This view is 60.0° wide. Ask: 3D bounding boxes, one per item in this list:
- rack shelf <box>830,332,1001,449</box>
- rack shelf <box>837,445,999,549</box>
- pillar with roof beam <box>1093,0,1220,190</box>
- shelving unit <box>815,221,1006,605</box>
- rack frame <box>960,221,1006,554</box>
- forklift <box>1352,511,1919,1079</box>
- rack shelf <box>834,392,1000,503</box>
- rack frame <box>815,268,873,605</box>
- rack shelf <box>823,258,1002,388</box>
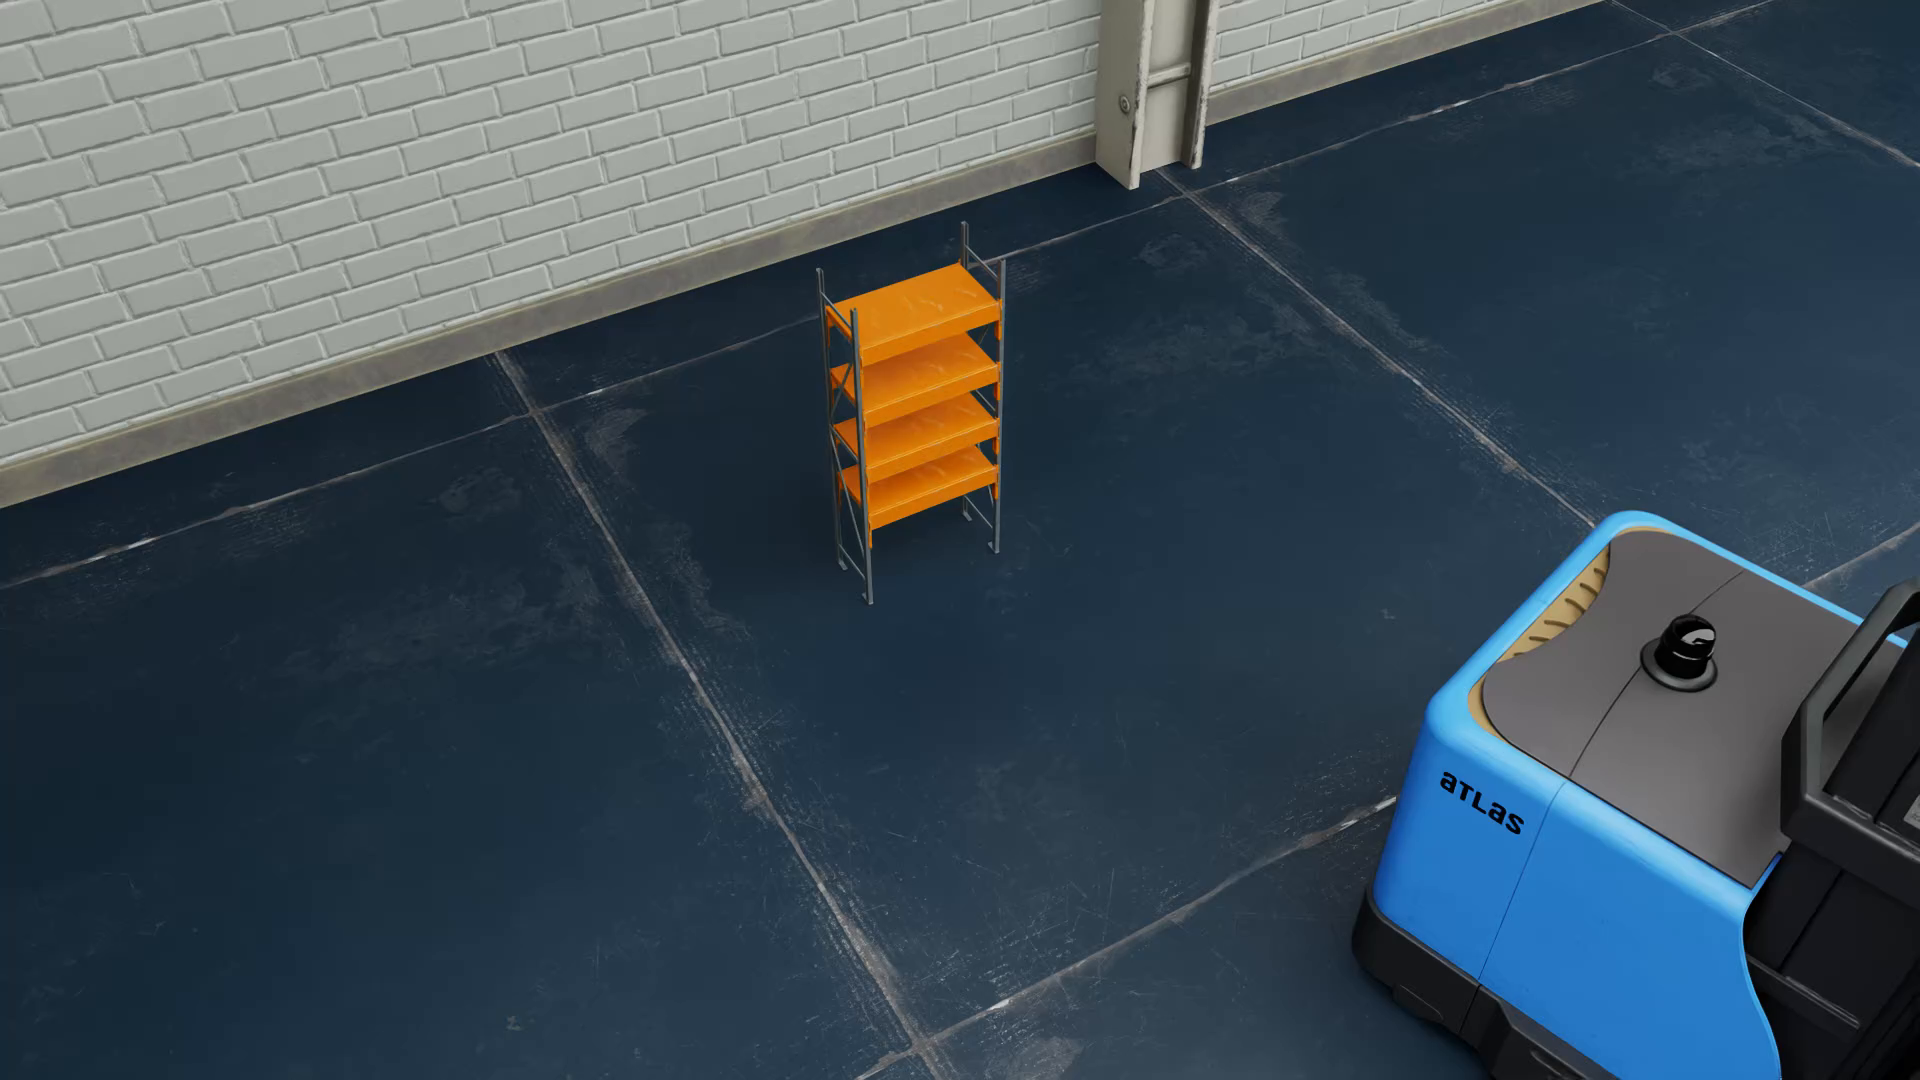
[{"bbox_3d":[-0.144,-0.485,5.164,0.480,0.148,0.258,-22,48,-21],"label":"rack shelf"},{"bbox_3d":[-0.144,-0.182,5.458,0.480,0.148,0.258,-22,48,-21],"label":"rack shelf"},{"bbox_3d":[2.986,-2.337,1.697,0.400,9.000,9.100,-22,48,-21],"label":"pillar with roof beam"},{"bbox_3d":[-0.144,-0.373,5.273,0.503,1.200,0.258,-22,48,-21],"label":"shelving unit"},{"bbox_3d":[0.068,-0.458,5.360,0.015,1.200,0.240,-22,48,-21],"label":"rack frame"},{"bbox_3d":[2.480,0.565,3.063,3.031,2.935,1.130,33,53,30],"label":"forklift"},{"bbox_3d":[-0.144,-0.325,5.320,0.480,0.148,0.258,-22,48,-21],"label":"rack shelf"},{"bbox_3d":[-0.355,-0.288,5.186,0.015,1.200,0.240,-22,48,-21],"label":"rack frame"},{"bbox_3d":[-0.144,-0.655,4.999,0.480,0.148,0.258,-22,48,-21],"label":"rack shelf"}]
